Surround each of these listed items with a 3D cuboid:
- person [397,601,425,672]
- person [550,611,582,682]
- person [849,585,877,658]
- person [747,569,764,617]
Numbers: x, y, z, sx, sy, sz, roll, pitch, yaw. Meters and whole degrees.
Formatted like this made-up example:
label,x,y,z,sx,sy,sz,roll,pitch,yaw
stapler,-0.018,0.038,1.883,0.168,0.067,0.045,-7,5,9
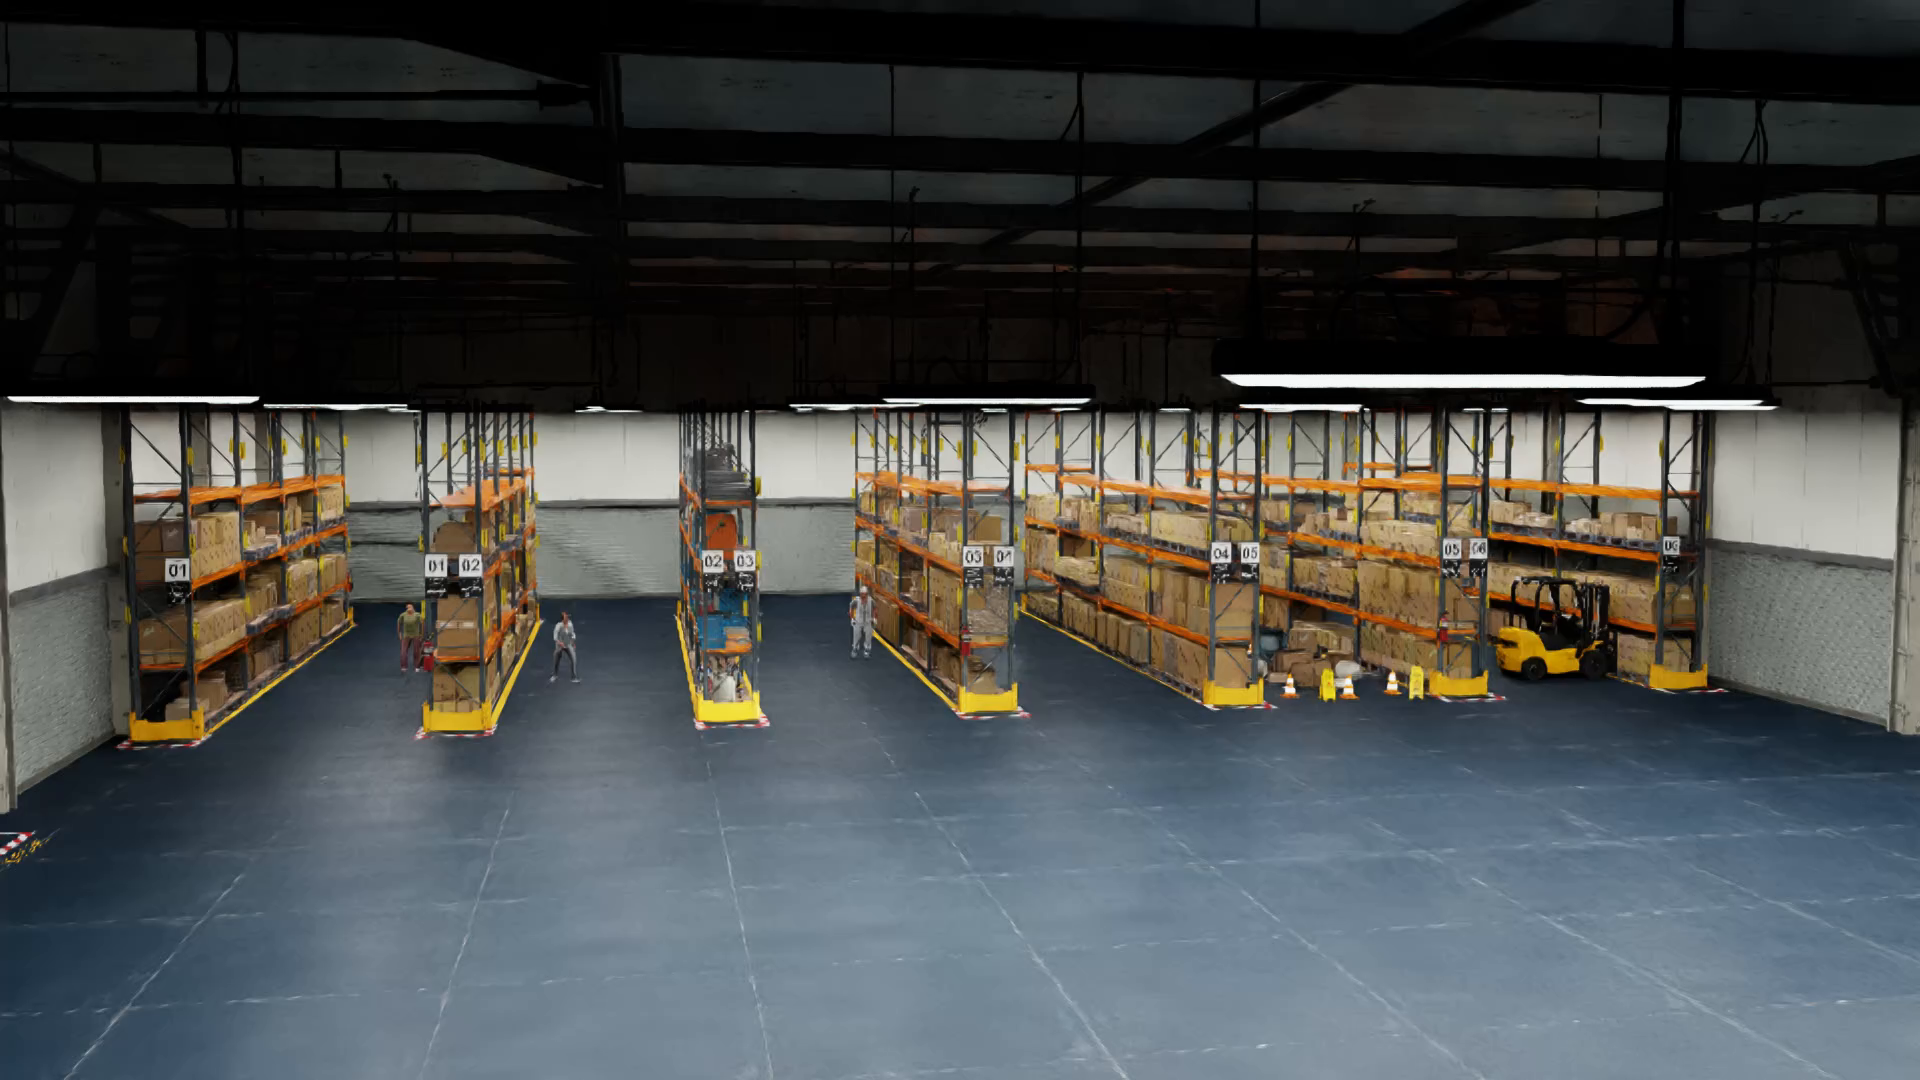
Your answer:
label,x,y,z,sx,sy,sz,roll,pitch,yaw
person,-12.173,2.140,36.873,0.598,1.617,0.503,-1,4,-12
person,-8.455,2.266,35.523,0.554,1.525,0.786,-2,5,-29
person,-2.268,1.922,38.976,0.678,1.740,0.546,-1,4,-12
person,-5.794,1.278,46.985,0.414,1.767,0.650,0,4,7
